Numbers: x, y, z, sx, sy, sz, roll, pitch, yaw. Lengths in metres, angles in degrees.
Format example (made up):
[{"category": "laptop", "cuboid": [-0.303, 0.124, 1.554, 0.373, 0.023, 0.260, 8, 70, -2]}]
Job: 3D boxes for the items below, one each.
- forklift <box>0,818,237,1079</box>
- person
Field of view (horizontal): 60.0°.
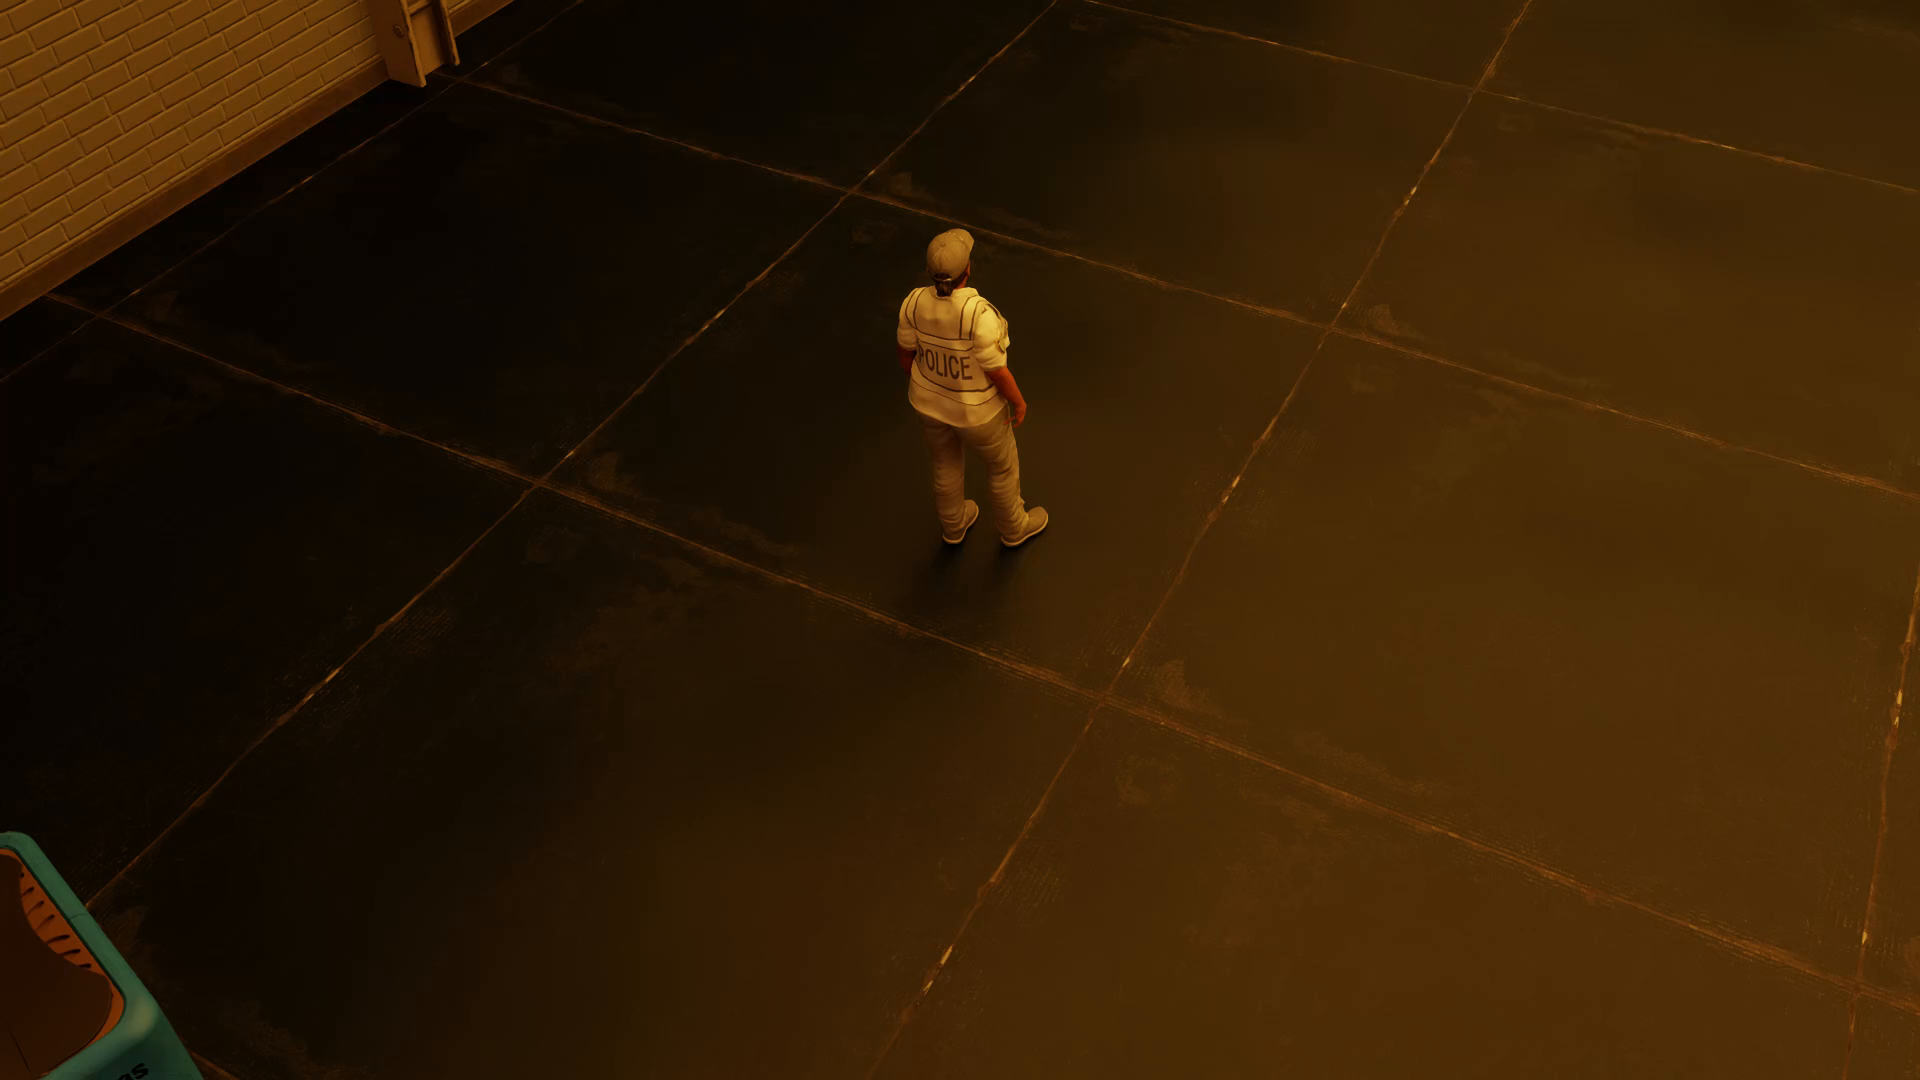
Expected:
[{"category": "forklift", "cuboid": [-3.645, 1.531, 4.029, 1.130, 2.935, 3.031, 34, 53, 31]}, {"category": "person", "cuboid": [0.056, -0.651, 7.256, 0.598, 1.670, 0.529, 20, 47, 20]}]
